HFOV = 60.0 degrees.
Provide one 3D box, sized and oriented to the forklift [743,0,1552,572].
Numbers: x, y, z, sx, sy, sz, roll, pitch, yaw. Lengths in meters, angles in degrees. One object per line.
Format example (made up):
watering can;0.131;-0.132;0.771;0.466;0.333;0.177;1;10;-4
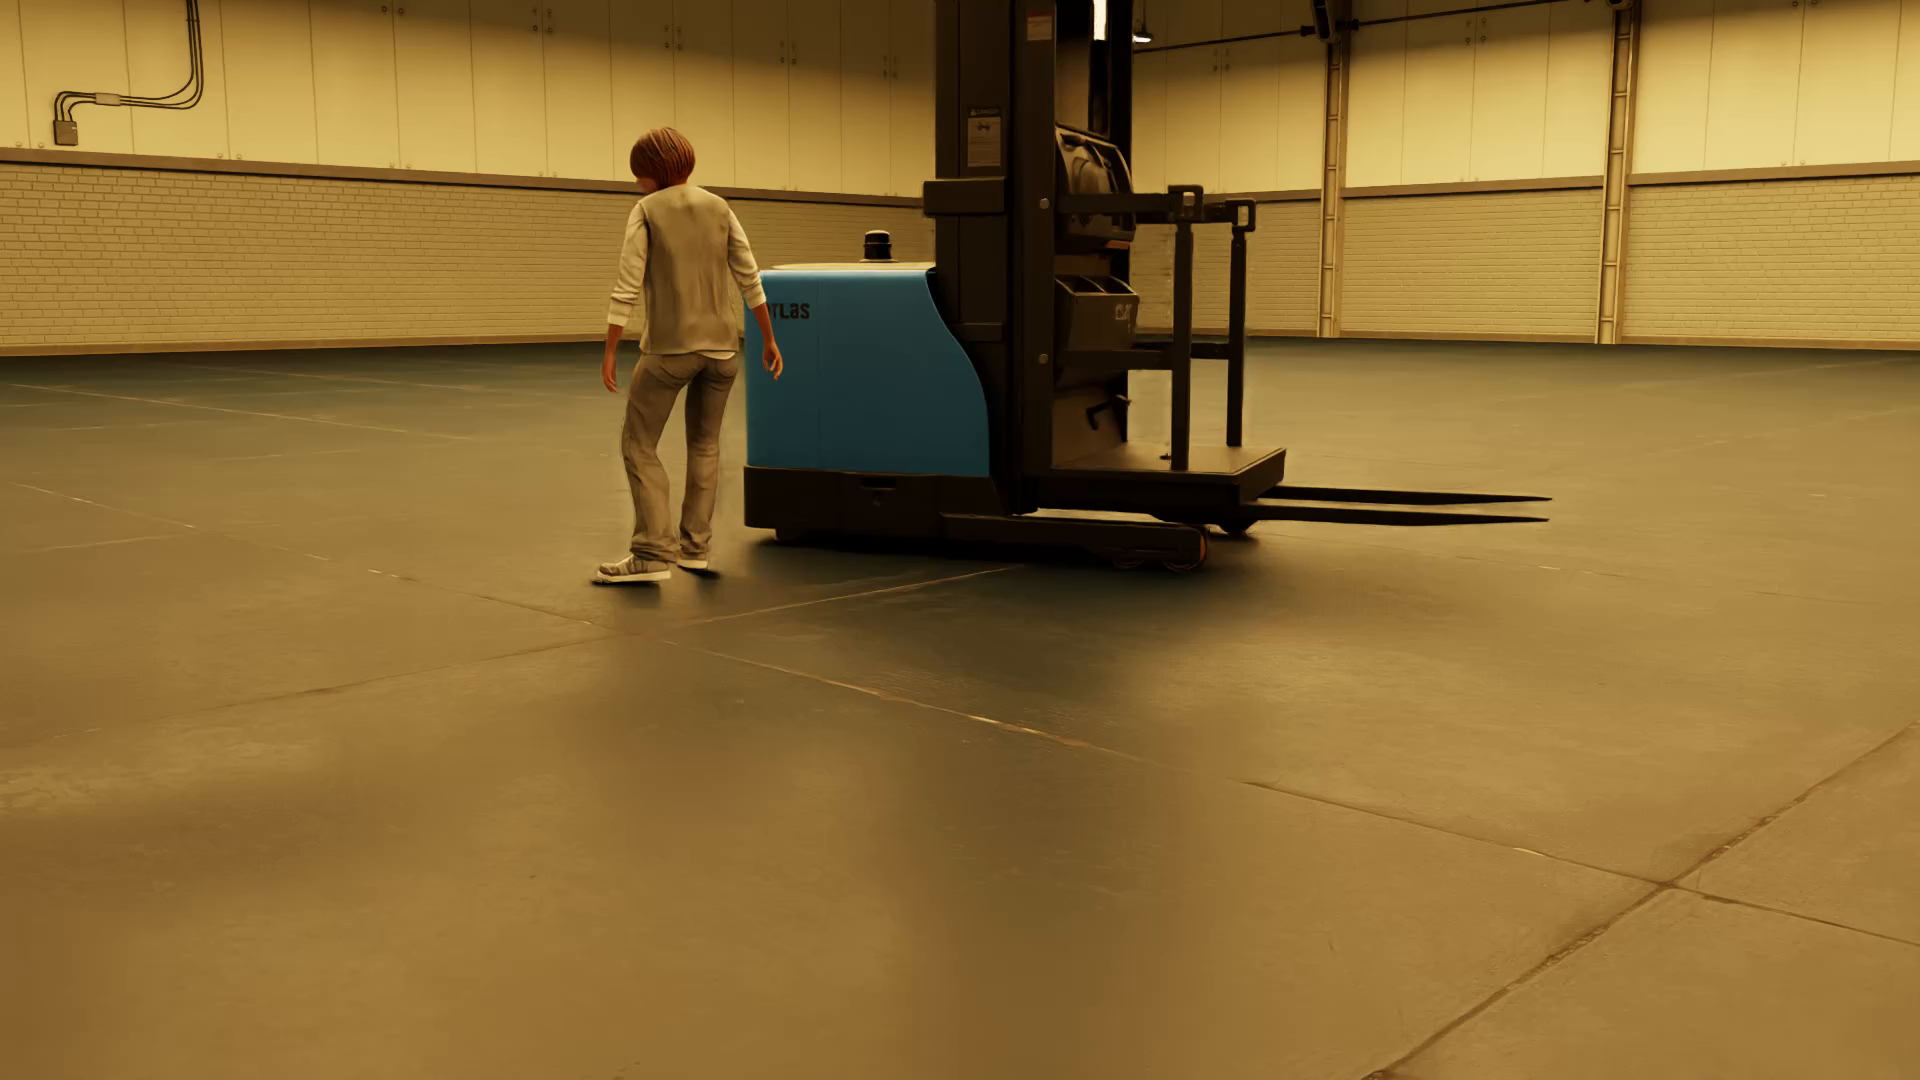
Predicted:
forklift;0.709;-1.424;6.333;3.031;2.935;1.130;3;9;20

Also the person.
person;-0.985;-0.650;5.851;0.686;1.552;0.429;-6;10;-35
